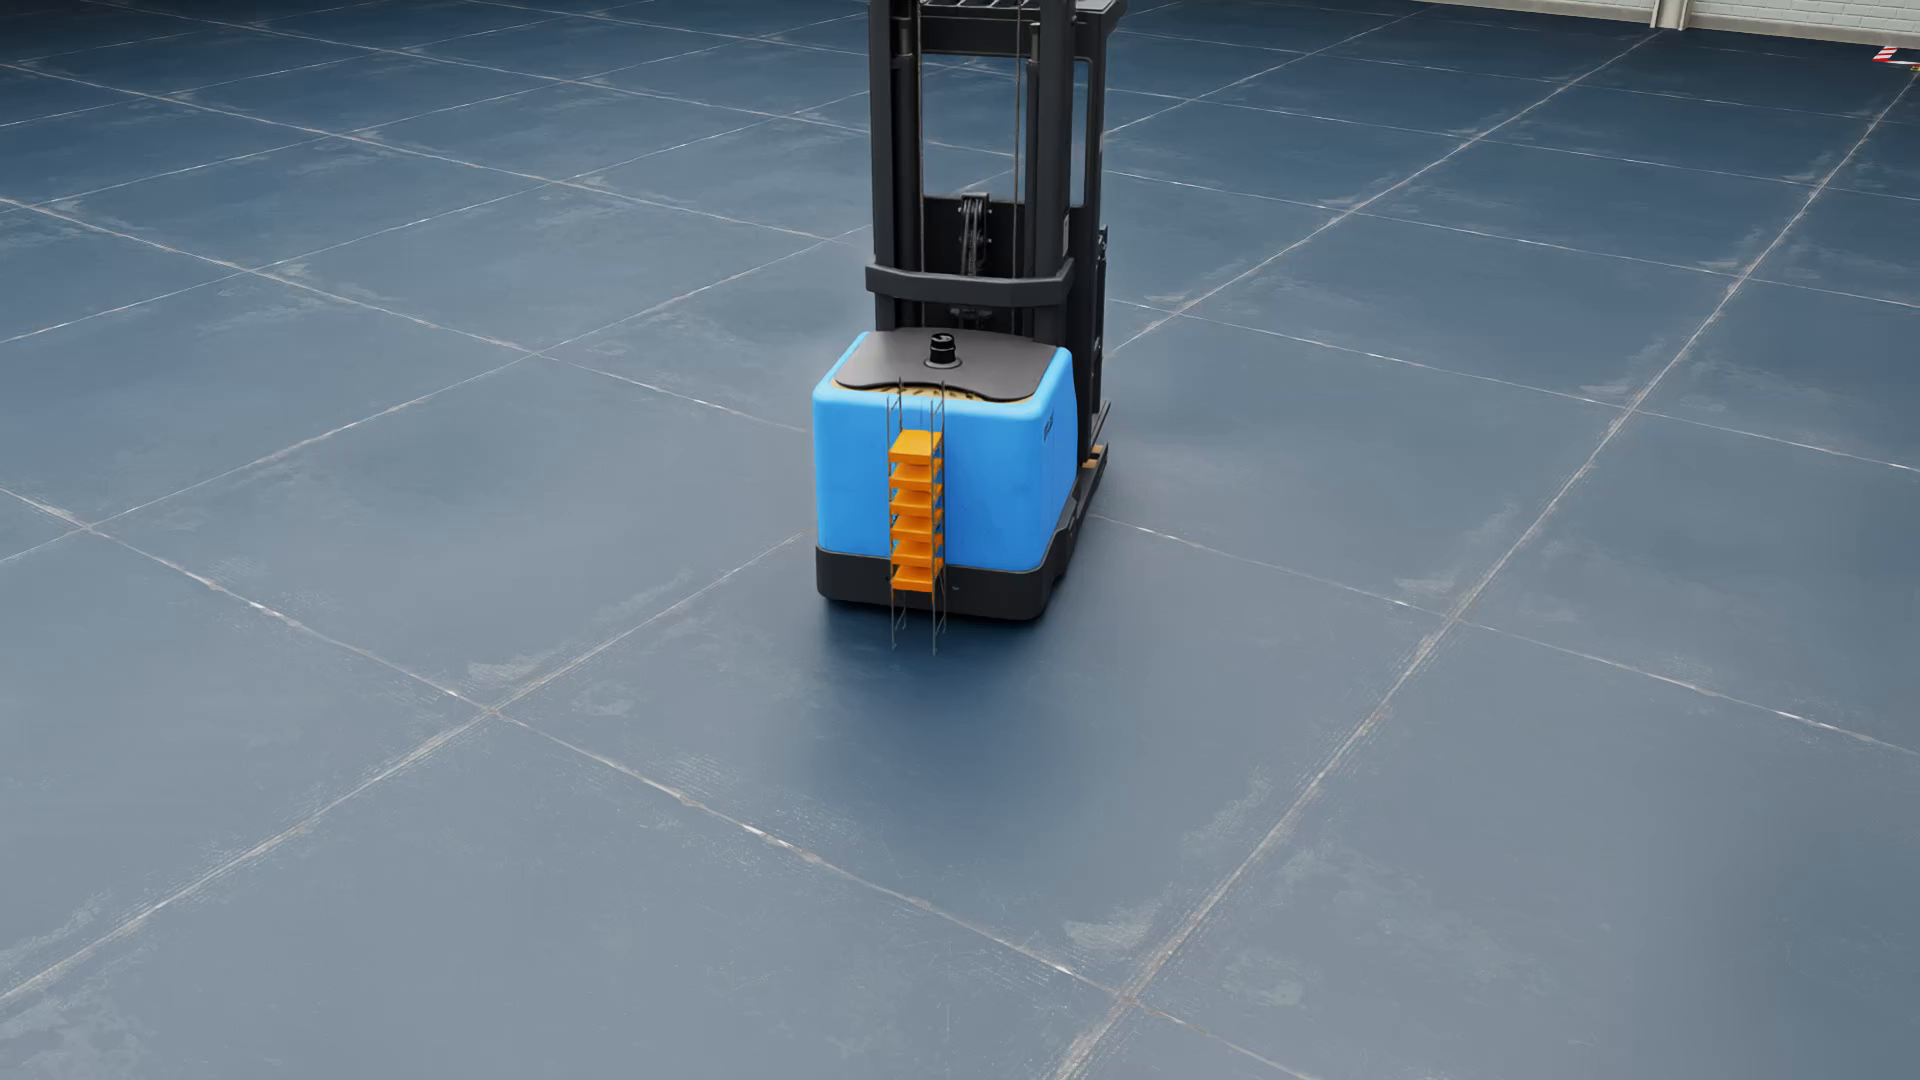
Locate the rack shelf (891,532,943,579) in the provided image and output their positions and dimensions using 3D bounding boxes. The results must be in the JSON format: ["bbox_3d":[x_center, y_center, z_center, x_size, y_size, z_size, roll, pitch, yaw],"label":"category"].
[{"bbox_3d":[-0.180,0.056,7.176,0.180,0.103,0.258,5,28,10],"label":"rack shelf"}]

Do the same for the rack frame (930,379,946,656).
[{"bbox_3d":[-0.091,-0.081,7.083,0.006,1.200,0.240,5,28,10],"label":"rack frame"}]

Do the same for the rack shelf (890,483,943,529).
[{"bbox_3d":[-0.181,-0.157,7.065,0.180,0.103,0.258,5,28,10],"label":"rack shelf"}]

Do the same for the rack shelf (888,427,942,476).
[{"bbox_3d":[-0.181,-0.369,6.954,0.180,0.103,0.258,5,28,10],"label":"rack shelf"}]

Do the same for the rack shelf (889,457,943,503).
[{"bbox_3d":[-0.181,-0.263,7.009,0.180,0.103,0.258,5,28,10],"label":"rack shelf"}]

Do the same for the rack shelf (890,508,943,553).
[{"bbox_3d":[-0.180,-0.050,7.120,0.180,0.103,0.258,5,28,10],"label":"rack shelf"}]

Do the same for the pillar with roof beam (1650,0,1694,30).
[{"bbox_3d":[6.499,-8.866,15.749,0.400,9.000,9.100,17,32,30],"label":"pillar with roof beam"}]

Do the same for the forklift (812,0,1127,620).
[{"bbox_3d":[0.178,-1.598,8.158,1.130,2.935,3.031,6,28,12],"label":"forklift"}]

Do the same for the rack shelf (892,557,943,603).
[{"bbox_3d":[-0.180,0.162,7.232,0.180,0.103,0.258,5,28,10],"label":"rack shelf"}]

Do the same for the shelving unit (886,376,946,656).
[{"bbox_3d":[-0.181,-0.090,7.100,0.189,1.200,0.258,5,28,10],"label":"shelving unit"}]

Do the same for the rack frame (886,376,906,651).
[{"bbox_3d":[-0.270,-0.098,7.116,0.006,1.200,0.240,5,28,10],"label":"rack frame"}]
